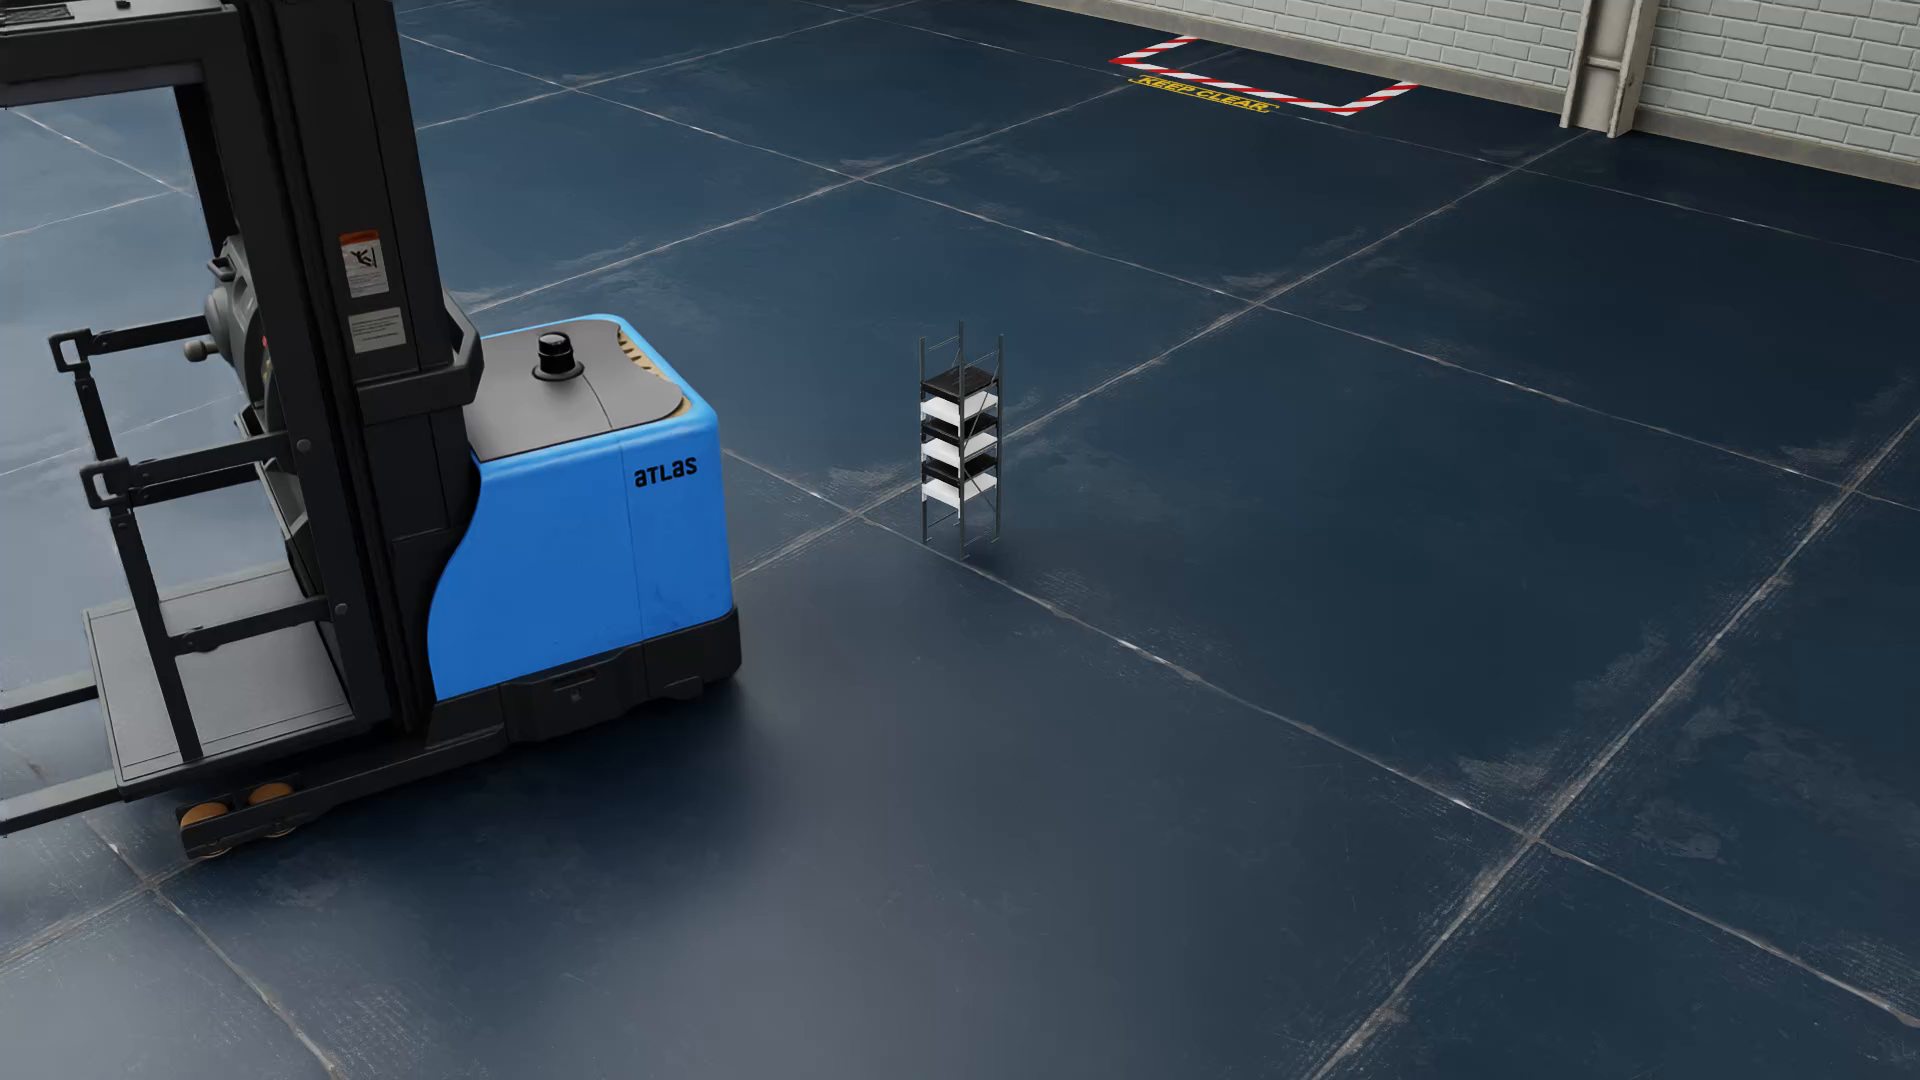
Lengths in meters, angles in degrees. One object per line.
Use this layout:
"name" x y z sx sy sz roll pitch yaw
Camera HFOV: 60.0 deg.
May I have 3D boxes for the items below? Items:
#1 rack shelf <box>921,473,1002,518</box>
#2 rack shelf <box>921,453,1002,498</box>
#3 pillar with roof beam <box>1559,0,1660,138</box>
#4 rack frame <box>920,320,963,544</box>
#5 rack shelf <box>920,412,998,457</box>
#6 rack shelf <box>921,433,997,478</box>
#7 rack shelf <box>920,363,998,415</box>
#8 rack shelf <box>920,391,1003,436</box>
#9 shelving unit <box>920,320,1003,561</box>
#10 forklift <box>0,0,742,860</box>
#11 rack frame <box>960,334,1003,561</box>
"rack shelf" 0.006 -0.200 6.623 0.200 0.077 0.258 25 39 35
"rack shelf" 0.006 -0.277 6.577 0.200 0.077 0.258 25 39 35
"pillar with roof beam" 1.506 -5.061 6.432 0.400 9.000 9.100 25 39 35
"rack frame" -0.069 -0.418 6.572 0.006 0.900 0.240 25 39 35
"rack shelf" 0.006 -0.431 6.484 0.200 0.077 0.258 25 39 35
"rack shelf" 0.006 -0.354 6.530 0.200 0.077 0.258 25 39 35
"rack shelf" 0.006 -0.585 6.391 0.200 0.077 0.258 25 39 35
"rack shelf" 0.006 -0.508 6.438 0.200 0.077 0.258 25 39 35
"shelving unit" 0.006 -0.383 6.513 0.210 0.900 0.258 25 39 35
"forklift" -2.310 -0.589 4.887 3.031 2.935 1.130 -16 35 -25
"rack frame" 0.081 -0.348 6.455 0.006 0.900 0.240 25 39 35
